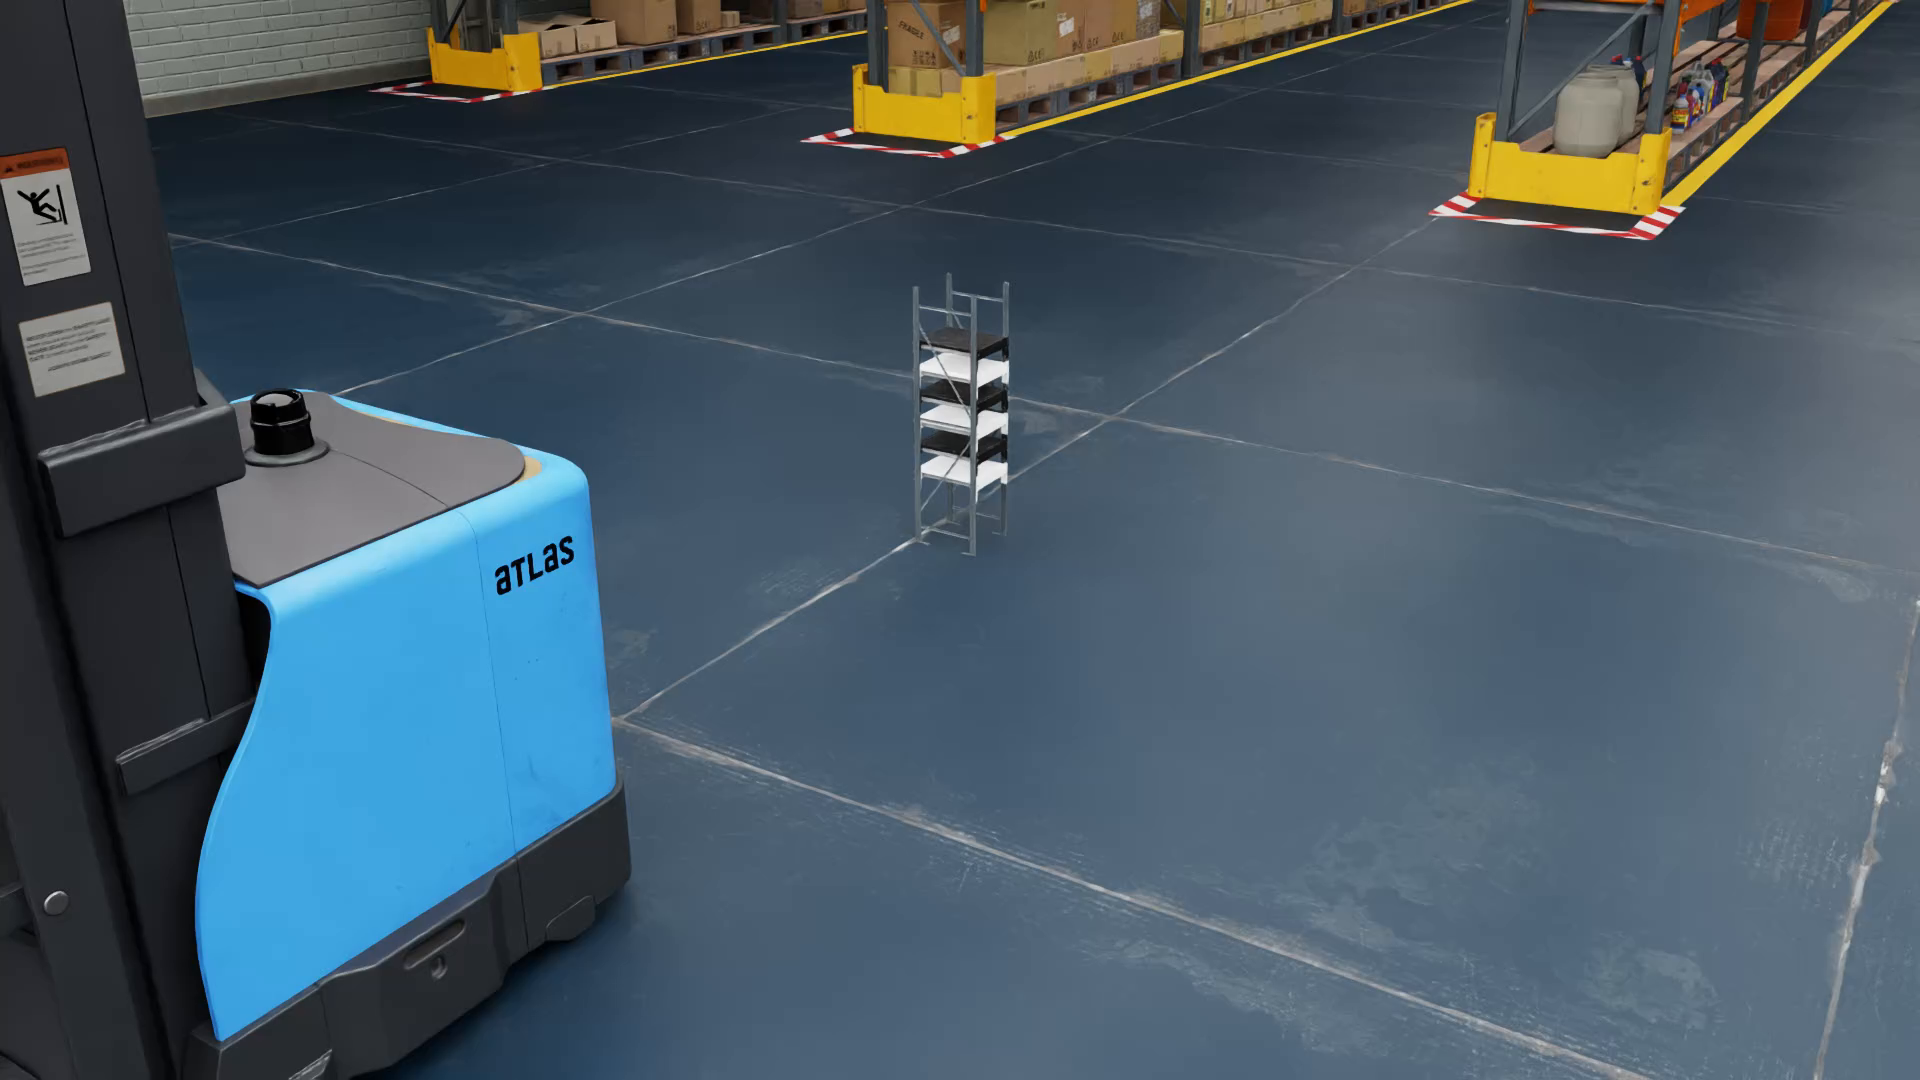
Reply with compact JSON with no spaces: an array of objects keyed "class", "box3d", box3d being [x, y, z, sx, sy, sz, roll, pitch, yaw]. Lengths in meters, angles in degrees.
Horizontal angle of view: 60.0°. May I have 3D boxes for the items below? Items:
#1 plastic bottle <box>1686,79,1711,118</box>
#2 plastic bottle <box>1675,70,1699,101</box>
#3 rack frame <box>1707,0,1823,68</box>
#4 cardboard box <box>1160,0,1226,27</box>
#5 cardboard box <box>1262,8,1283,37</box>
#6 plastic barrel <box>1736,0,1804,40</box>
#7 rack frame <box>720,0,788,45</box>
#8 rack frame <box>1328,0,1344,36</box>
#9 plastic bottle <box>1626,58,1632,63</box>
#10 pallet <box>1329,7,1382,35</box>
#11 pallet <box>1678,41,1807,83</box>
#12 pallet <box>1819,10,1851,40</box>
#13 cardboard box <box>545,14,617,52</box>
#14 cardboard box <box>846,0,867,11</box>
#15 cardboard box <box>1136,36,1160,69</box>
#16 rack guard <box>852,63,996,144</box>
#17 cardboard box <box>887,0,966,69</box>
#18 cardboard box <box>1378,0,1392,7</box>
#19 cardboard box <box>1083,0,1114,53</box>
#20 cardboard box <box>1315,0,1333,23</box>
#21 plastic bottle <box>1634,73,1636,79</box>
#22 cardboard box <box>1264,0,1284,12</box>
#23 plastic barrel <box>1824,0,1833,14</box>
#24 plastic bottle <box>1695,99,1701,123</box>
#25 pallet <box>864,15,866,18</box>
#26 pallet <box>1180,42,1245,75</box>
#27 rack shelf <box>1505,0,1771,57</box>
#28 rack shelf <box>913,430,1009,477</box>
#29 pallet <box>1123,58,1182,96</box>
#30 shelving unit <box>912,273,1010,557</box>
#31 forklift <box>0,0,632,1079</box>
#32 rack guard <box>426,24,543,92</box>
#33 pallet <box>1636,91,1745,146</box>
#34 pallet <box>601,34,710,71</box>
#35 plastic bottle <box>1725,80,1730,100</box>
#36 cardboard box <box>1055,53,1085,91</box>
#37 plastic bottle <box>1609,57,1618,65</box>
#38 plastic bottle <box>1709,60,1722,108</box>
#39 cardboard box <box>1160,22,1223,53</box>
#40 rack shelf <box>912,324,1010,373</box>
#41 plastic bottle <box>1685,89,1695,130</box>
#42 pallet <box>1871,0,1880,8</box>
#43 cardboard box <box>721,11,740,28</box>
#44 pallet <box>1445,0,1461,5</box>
[{"class":"plastic bottle","box3d":[5.585,-3.353,12.594,0.152,0.276,0.135,14,27,30]},{"class":"plastic bottle","box3d":[5.705,-3.538,13.022,0.152,0.276,0.135,14,27,29]},{"class":"rack frame","box3d":[8.151,-6.256,16.426,1.000,3.000,0.127,14,27,29]},{"class":"cardboard box","box3d":[2.264,-5.221,16.262,0.500,0.311,0.500,14,27,29]},{"class":"cardboard box","box3d":[3.068,-5.480,17.565,0.500,0.250,0.500,14,27,30]},{"class":"plastic barrel","box3d":[8.394,-5.622,17.164,0.600,0.830,0.708,14,27,29]},{"class":"rack frame","box3d":[-2.376,-6.983,18.104,1.000,3.000,0.127,14,27,29]},{"class":"rack frame","box3d":[3.944,-7.296,18.827,1.000,3.000,0.127,14,27,29]},{"class":"plastic bottle","box3d":[5.500,-3.841,13.726,0.097,0.271,0.097,0,23,0]},{"class":"pallet","box3d":[4.370,-6.260,19.945,1.003,0.211,1.213,14,27,29]},{"class":"pallet","box3d":[7.709,-4.723,16.395,1.003,0.211,1.213,14,27,29]},{"class":"pallet","box3d":[9.818,-6.075,19.518,1.003,0.211,1.213,14,27,29]},{"class":"cardboard box","box3d":[-3.744,-5.008,16.372,0.500,0.311,0.500,16,28,33]},{"class":"cardboard box","box3d":[-1.468,-6.638,19.900,0.700,0.500,0.500,14,27,30]},{"class":"cardboard box","box3d":[1.503,-4.508,15.319,0.500,0.250,0.500,14,27,29]},{"class":"rack guard","box3d":[-0.288,-3.440,13.068,1.175,0.500,0.348,14,27,29]},{"class":"cardboard box","box3d":[-0.245,-4.114,13.466,0.500,0.500,0.500,14,27,29]},{"class":"cardboard box","box3d":[4.968,-6.790,20.252,0.500,0.500,0.500,13,27,28]},{"class":"cardboard box","box3d":[0.990,-4.511,14.383,0.500,0.500,0.500,14,27,29]},{"class":"cardboard box","box3d":[3.874,-5.998,18.762,0.500,0.250,0.500,15,27,30]},{"class":"plastic bottle","box3d":[5.288,-3.597,13.163,0.097,0.271,0.097,0,23,0]},{"class":"cardboard box","box3d":[3.074,-5.740,17.461,0.500,0.311,0.500,15,27,30]},{"class":"plastic barrel","box3d":[9.959,-6.656,19.463,0.600,0.901,0.708,14,27,29]},{"class":"plastic bottle","box3d":[5.438,-3.204,12.343,0.097,0.201,0.097,0,23,0]},{"class":"pallet","box3d":[-0.679,-6.789,21.168,1.003,0.211,1.213,14,27,29]},{"class":"pallet","box3d":[2.190,-4.923,16.856,1.003,0.211,1.213,14,27,29]},{"class":"rack shelf","box3d":[4.986,-3.901,11.892,1.077,0.370,4.000,14,27,29]},{"class":"rack shelf","box3d":[0.004,-0.303,5.627,0.258,0.077,0.200,14,27,29]},{"class":"pallet","box3d":[1.379,-4.406,15.663,1.003,0.211,1.213,14,27,29]},{"class":"shelving unit","box3d":[0.004,-0.416,5.578,0.258,0.900,0.210,14,27,29]},{"class":"forklift","box3d":[-1.975,-0.135,2.372,1.130,2.935,3.031,14,27,30]},{"class":"rack guard","box3d":[-4.446,-4.511,15.541,1.175,0.500,0.348,14,27,29]},{"class":"pallet","box3d":[5.651,-3.409,13.358,1.003,0.211,1.213,14,27,29]},{"class":"pallet","box3d":[-3.343,-5.055,17.162,1.003,0.211,1.213,14,27,29]},{"class":"plastic bottle","box3d":[6.114,-3.636,13.343,0.097,0.201,0.097,0,23,0]},{"class":"cardboard box","box3d":[0.721,-3.999,14.145,0.500,0.250,0.500,14,27,29]},{"class":"plastic bottle","box3d":[5.163,-3.643,13.171,0.144,0.351,0.185,13,26,27]},{"class":"plastic bottle","box3d":[5.845,-3.550,12.956,0.144,0.351,0.185,12,26,26]},{"class":"cardboard box","box3d":[2.258,-4.961,16.366,0.500,0.250,0.500,13,27,28]},{"class":"rack shelf","box3d":[0.004,-0.633,5.484,0.258,0.077,0.200,14,27,29]},{"class":"plastic bottle","box3d":[5.287,-3.131,12.072,0.061,0.283,0.133,14,27,30]},{"class":"pallet","box3d":[11.903,-7.407,22.593,1.003,0.211,1.213,14,27,29]},{"class":"cardboard box","box3d":[-2.633,-5.697,18.148,0.380,0.166,0.250,10,25,22]},{"class":"pallet","box3d":[6.417,-7.598,23.035,1.003,0.211,1.213,14,27,29]}]
